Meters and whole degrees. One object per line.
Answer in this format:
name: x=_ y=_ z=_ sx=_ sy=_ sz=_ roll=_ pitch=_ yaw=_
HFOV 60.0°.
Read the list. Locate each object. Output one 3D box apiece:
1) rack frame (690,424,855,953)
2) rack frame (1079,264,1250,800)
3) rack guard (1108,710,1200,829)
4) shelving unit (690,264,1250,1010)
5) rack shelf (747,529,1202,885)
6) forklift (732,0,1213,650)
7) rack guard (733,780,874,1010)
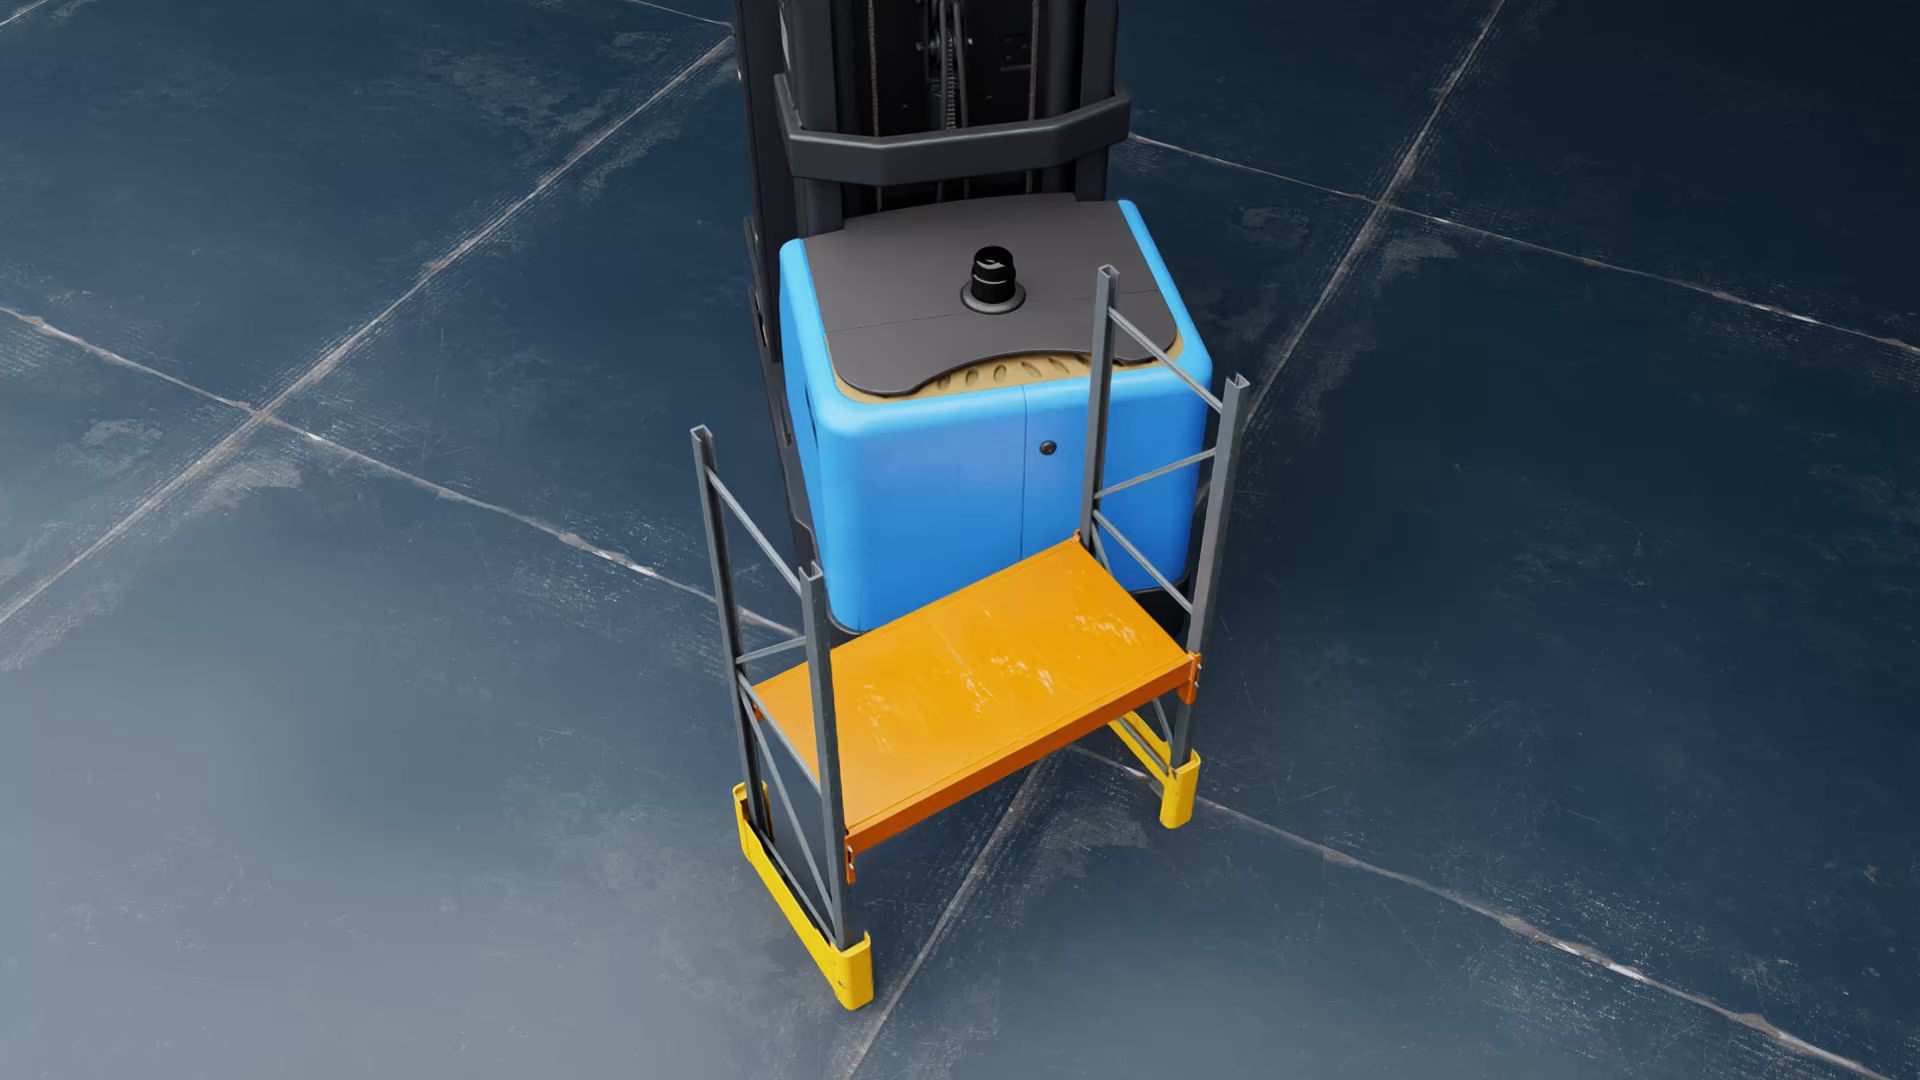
rack frame: x=-0.399 y=0.448 z=3.753 sx=0.032 sy=1.500 sz=0.500 roll=-24 pitch=50 yaw=-22
rack frame: x=0.458 y=0.058 z=4.138 sx=0.032 sy=1.500 sz=0.500 roll=-24 pitch=50 yaw=-22
rack guard: x=0.442 y=0.505 z=4.575 sx=0.087 sy=0.250 sz=0.587 roll=-24 pitch=50 yaw=-22
shelving unit: x=0.022 y=0.257 z=3.942 sx=1.083 sy=1.500 sz=0.587 roll=-24 pitch=50 yaw=-22
rack shelf: x=0.030 y=0.379 z=4.073 sx=1.000 sy=0.185 sz=0.538 roll=-24 pitch=50 yaw=-22
forklift: x=-0.141 y=-1.667 z=4.837 sx=1.130 sy=2.935 sz=3.031 roll=-8 pitch=46 yaw=-8
rack guard: x=-0.398 y=0.887 z=4.198 sx=0.087 sy=0.250 sz=0.587 roll=-24 pitch=50 yaw=-22
